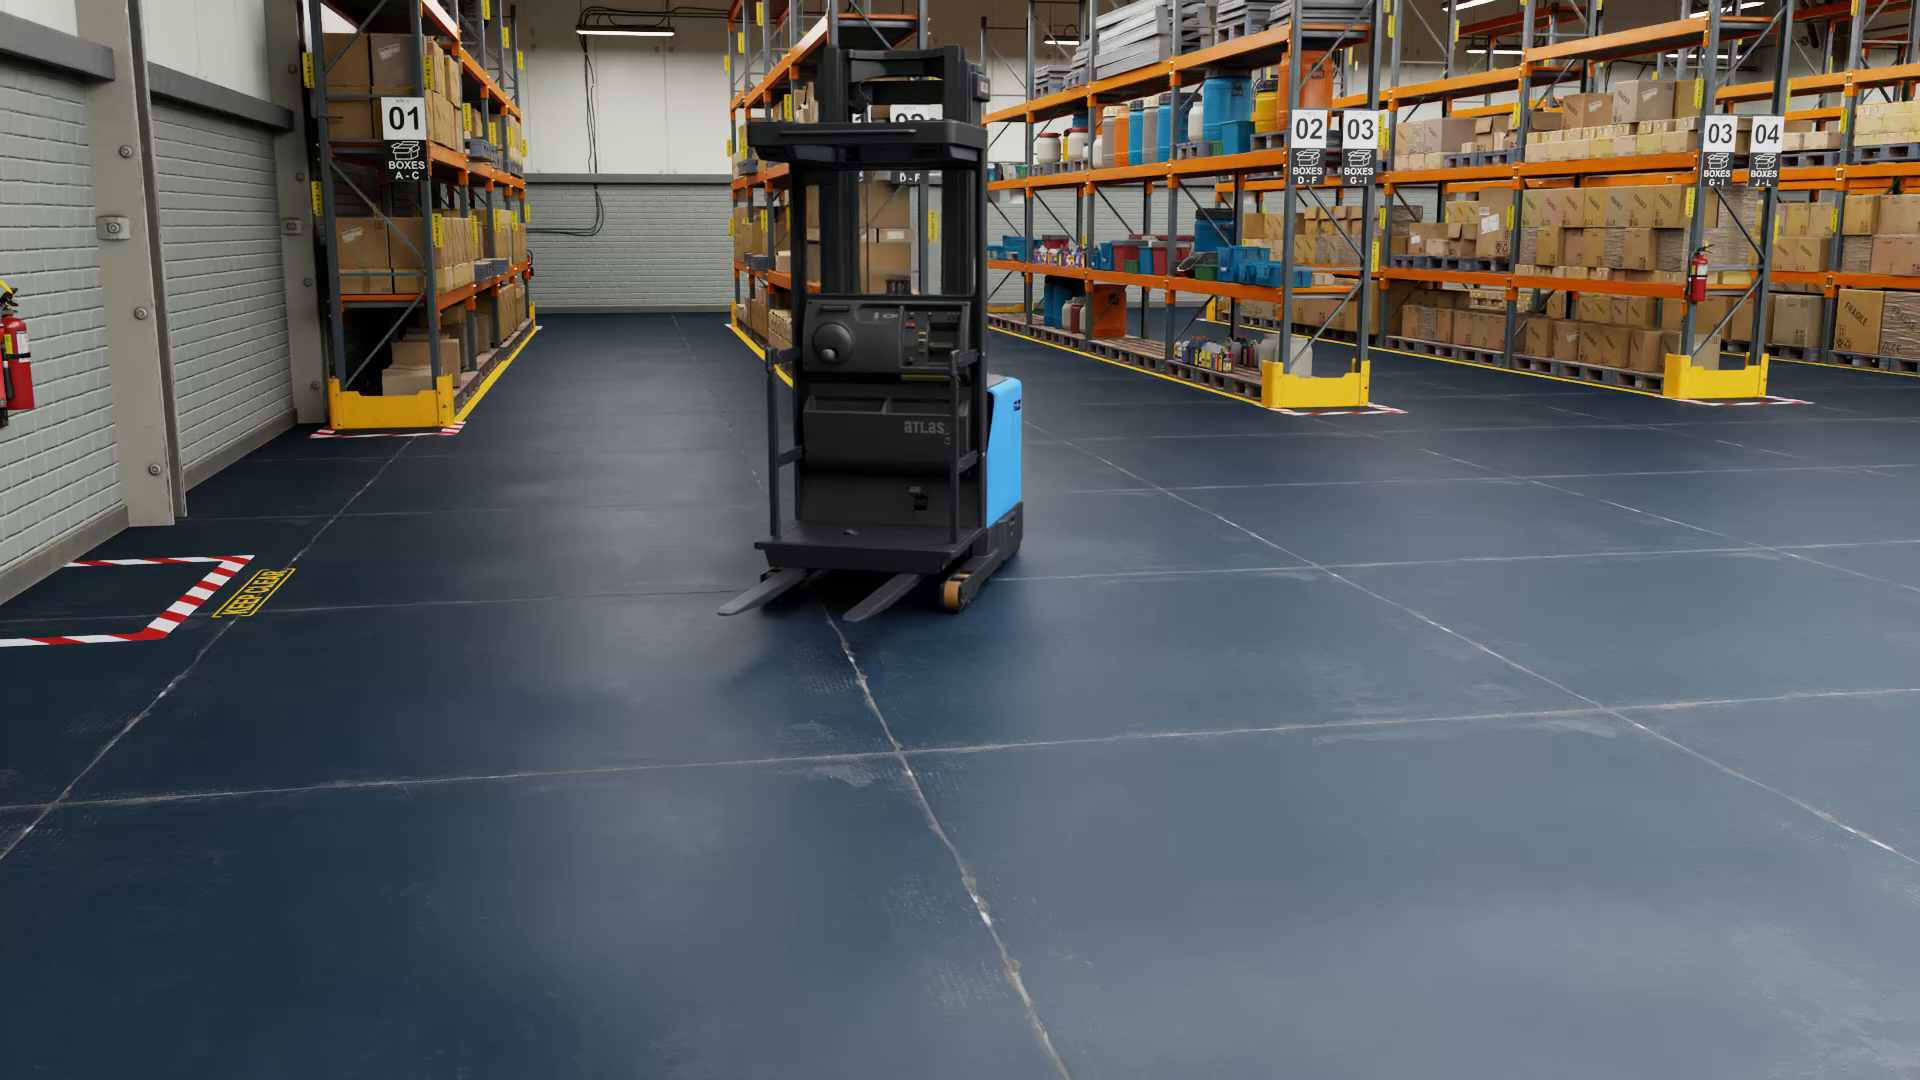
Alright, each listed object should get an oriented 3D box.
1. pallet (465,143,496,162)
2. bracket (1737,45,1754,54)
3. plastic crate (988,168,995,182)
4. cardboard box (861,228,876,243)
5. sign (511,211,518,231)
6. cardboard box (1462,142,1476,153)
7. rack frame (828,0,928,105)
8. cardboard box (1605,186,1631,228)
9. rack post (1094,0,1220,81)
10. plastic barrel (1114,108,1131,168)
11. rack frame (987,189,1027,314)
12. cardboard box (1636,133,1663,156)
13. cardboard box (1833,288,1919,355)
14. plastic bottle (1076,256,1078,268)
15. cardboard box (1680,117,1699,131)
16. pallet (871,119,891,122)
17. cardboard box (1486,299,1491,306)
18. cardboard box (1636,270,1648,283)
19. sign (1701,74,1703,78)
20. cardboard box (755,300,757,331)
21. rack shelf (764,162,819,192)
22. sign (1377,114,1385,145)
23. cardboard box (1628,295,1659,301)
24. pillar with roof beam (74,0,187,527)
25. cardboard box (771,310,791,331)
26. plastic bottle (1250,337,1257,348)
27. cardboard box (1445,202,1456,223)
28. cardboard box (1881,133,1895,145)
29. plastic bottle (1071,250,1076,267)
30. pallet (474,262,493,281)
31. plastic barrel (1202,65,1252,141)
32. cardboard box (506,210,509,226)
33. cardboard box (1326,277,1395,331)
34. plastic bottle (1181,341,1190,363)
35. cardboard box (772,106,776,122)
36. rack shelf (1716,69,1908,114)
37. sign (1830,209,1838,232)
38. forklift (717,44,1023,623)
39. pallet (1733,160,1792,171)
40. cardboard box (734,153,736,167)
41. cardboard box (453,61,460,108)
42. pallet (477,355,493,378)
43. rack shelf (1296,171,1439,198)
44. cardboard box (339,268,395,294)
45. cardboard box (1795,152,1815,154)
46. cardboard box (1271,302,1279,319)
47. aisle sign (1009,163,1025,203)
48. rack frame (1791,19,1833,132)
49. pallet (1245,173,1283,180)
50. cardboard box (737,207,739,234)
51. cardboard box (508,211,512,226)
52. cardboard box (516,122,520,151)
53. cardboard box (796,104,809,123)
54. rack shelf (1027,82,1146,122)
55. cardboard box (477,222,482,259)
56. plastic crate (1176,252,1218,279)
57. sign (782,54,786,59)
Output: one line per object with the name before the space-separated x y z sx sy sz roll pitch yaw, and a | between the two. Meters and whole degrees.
pallet | -6.687 -5.031 21.584 1.213 0.211 1.003 -2 11 -11
bracket | 19.834 -12.365 41.969 0.235 0.232 0.430 -2 11 -11
plastic crate | 0.719 -7.232 32.997 0.497 0.269 0.590 -2 11 -11
cardboard box | -1.091 -3.220 17.590 0.380 0.149 0.250 -2 11 -12
sign | -7.492 -5.361 27.954 0.100 0.325 0.005 -2 11 -11
cardboard box | 7.647 -5.788 24.562 0.380 0.166 0.250 -2 11 -13
rack frame | -0.830 -5.736 16.768 1.000 3.000 0.127 -2 11 -11
cardboard box | 8.341 -4.110 20.533 0.500 0.500 0.500 -2 11 -11
rack post | 2.784 -7.106 23.427 1.013 1.000 3.121 -2 11 -11
plastic barrel | 2.547 -5.842 24.197 0.600 0.830 0.708 -2 11 -11
rack frame | 0.917 -5.903 33.689 1.000 3.000 0.127 -2 11 -11
cardboard box | 8.445 -4.719 19.848 0.500 0.250 0.500 -2 11 -11
cardboard box | 13.048 -3.089 23.462 0.875 0.875 0.875 -2 11 -10
plastic bottle | 1.908 -4.479 26.738 0.097 0.201 0.097 0 11 0
cardboard box | 8.527 -4.784 19.122 0.380 0.149 0.250 -2 11 -11
pallet | -0.942 -4.350 17.743 1.003 0.211 1.213 -2 11 -11
cardboard box | 10.867 -4.803 33.616 0.380 0.149 0.250 -2 11 -8
cardboard box | 8.449 -3.206 20.192 0.380 0.149 0.250 -2 11 -11
sign | 16.032 -9.906 35.963 0.100 0.325 0.005 -2 11 -11
cardboard box | -3.194 -3.783 28.060 0.500 0.500 0.500 -2 11 -10
rack shelf | -1.997 -5.010 22.897 1.077 0.370 4.000 -2 11 -11
sign | 4.570 -4.466 18.091 0.100 0.325 0.005 -2 11 -11
cardboard box | 11.826 -4.241 28.510 0.500 0.250 0.500 -2 11 -12
pillar with roof beam | -1.283 -4.709 11.368 9.100 9.000 0.400 -2 11 -11
cardboard box | -2.462 -3.185 24.137 0.500 0.311 0.500 -2 11 -12
plastic bottle | 3.759 -2.415 21.271 0.144 0.351 0.185 -2 11 -11
cardboard box | 10.488 -6.840 34.872 0.500 0.500 0.500 -2 11 -11
cardboard box | 12.831 -5.477 22.711 0.380 0.149 0.250 -2 11 -11
plastic bottle | 1.851 -4.567 27.013 0.097 0.271 0.097 0 11 0
pallet | -6.473 -3.393 21.015 1.003 0.211 1.213 -2 11 -11
plastic barrel | 3.340 -5.442 20.780 0.600 0.901 0.708 -2 11 -11
cardboard box | -7.591 -5.212 26.937 0.500 0.250 0.500 -2 11 -10
cardboard box | 7.052 -4.070 28.615 1.225 0.875 0.875 -2 11 -11
plastic bottle | 2.973 -2.448 21.642 0.152 0.276 0.135 -2 11 -9
cardboard box | -2.663 -6.538 26.059 0.500 0.500 0.500 -2 11 -11
rack shelf | 12.606 -6.808 25.393 1.077 0.370 4.000 -2 11 -11
sign | 12.464 -4.553 23.708 0.100 0.325 0.005 -2 11 -11
forklift | -0.449 -1.140 8.848 1.130 2.935 3.031 3 11 13
pallet | 12.614 -5.837 25.827 1.003 0.211 1.213 -2 11 -8
cardboard box | -4.007 -7.174 31.405 0.500 0.250 0.500 -2 11 -11
cardboard box | -5.986 -5.183 18.888 0.500 0.500 0.500 -2 11 -8
pallet | -6.860 -2.339 22.422 1.003 0.211 1.213 -2 11 -11
rack shelf | 6.943 -6.103 28.641 1.077 0.370 4.000 -2 11 -11
cardboard box | -5.970 -2.623 16.804 0.500 0.250 0.500 -2 11 -10
cardboard box | 12.838 -6.058 25.449 0.396 0.266 0.258 -2 11 -11
cardboard box | 6.504 -4.636 31.592 0.875 0.875 0.875 -2 11 -11
aisle sign | 1.191 -7.204 33.571 0.394 0.787 0.004 -2 11 -11
rack frame | 16.274 -8.657 32.113 1.000 3.000 0.127 -2 11 -11
pallet | 6.171 -7.153 32.472 1.003 0.211 1.213 -2 11 -11
cardboard box | -3.913 -5.986 31.180 0.500 0.500 0.500 -2 11 -10
cardboard box | -7.681 -5.306 27.431 0.500 0.250 0.500 -2 11 -10
cardboard box | -8.304 -7.350 30.274 0.500 0.500 0.500 -2 11 -9
cardboard box | -1.664 -5.027 19.802 0.500 0.311 0.500 -3 11 -14
rack shelf | 2.084 -7.200 27.451 1.077 0.370 4.000 -2 11 -11
cardboard box | -7.008 -4.154 23.053 0.700 0.500 0.500 -3 11 -16
plastic crate | 3.228 -3.571 21.603 0.767 0.338 0.504 -2 11 -11
sign | -3.394 -9.224 32.170 0.100 0.325 0.005 -2 11 -11
